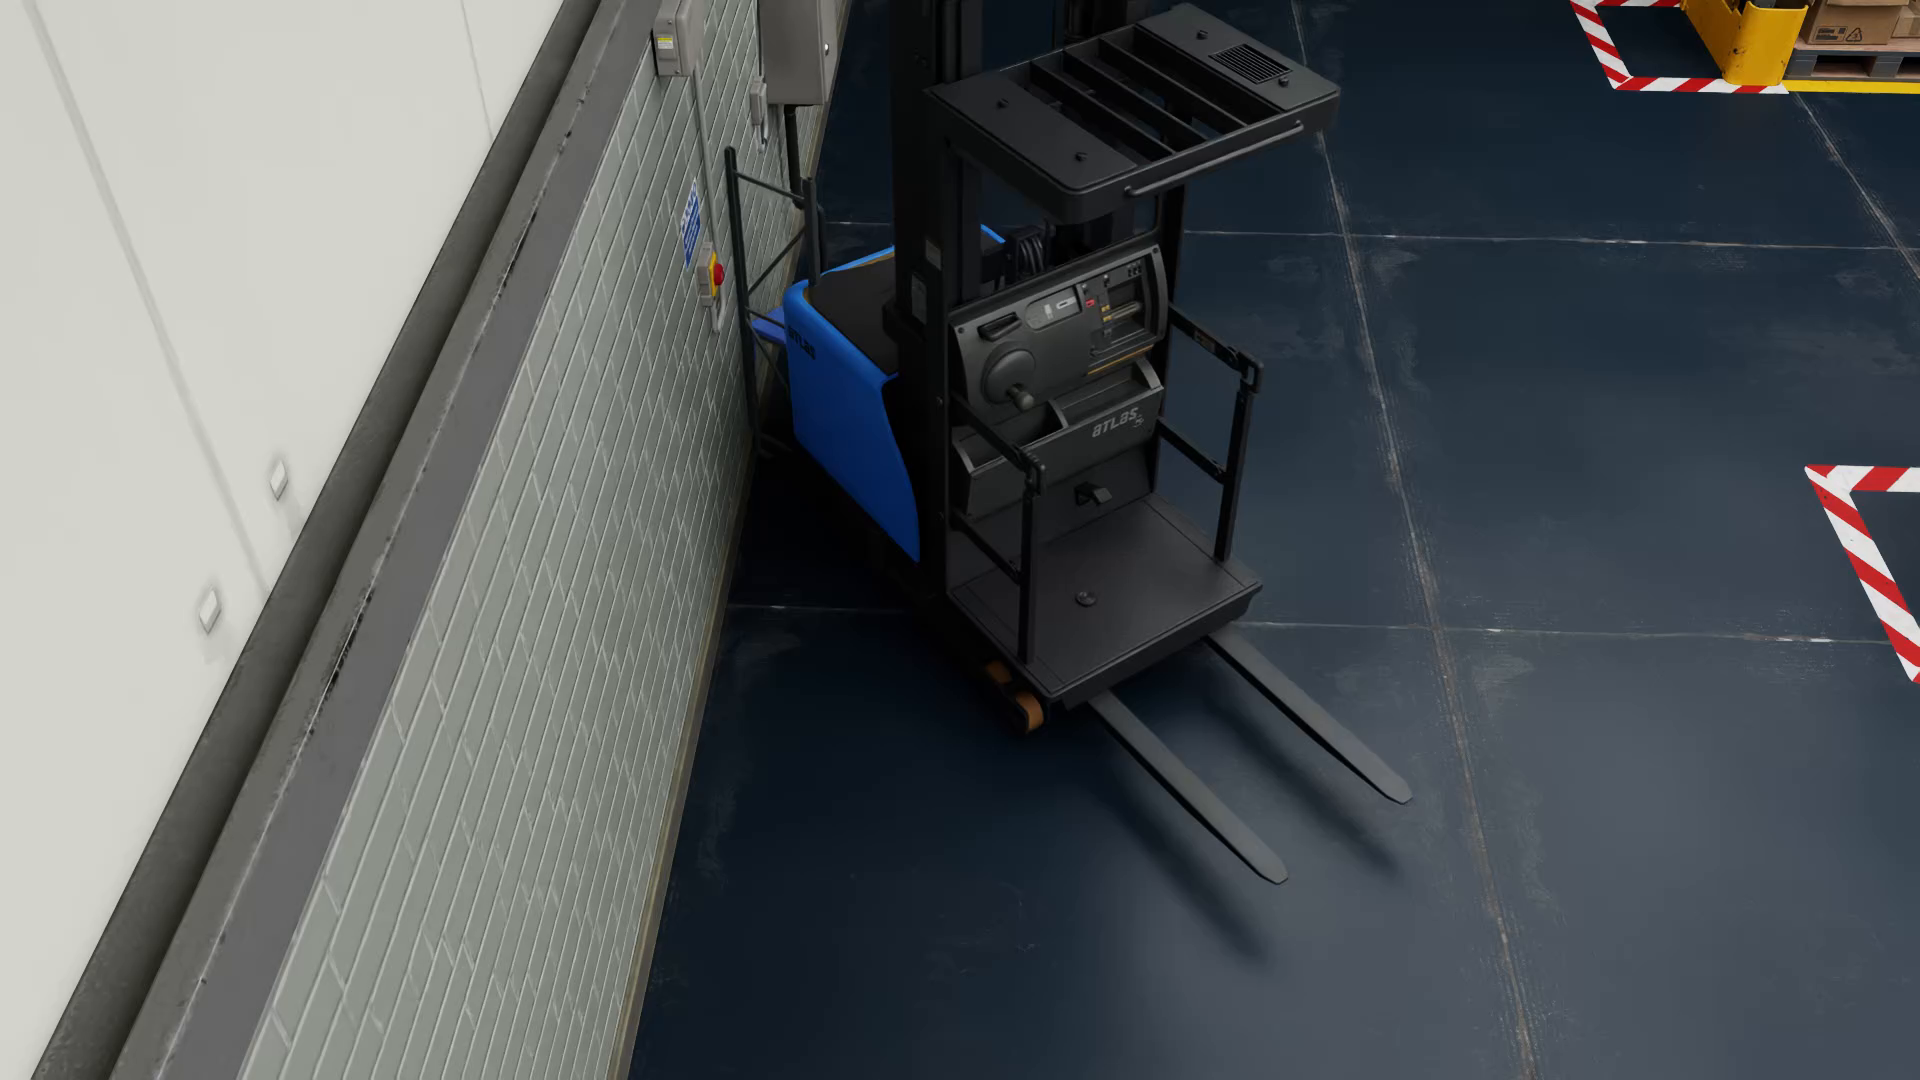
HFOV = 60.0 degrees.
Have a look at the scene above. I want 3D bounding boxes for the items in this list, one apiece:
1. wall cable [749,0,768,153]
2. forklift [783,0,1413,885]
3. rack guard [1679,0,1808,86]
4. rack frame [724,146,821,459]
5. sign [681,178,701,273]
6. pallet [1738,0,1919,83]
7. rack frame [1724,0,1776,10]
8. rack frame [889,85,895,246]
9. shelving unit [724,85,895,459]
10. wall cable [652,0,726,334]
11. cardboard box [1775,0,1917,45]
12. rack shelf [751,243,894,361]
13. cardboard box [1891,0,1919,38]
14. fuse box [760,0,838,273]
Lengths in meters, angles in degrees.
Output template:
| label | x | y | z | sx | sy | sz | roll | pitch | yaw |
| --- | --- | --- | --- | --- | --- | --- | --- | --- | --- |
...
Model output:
| label | x | y | z | sx | sy | sz | roll | pitch | yaw |
| --- | --- | --- | --- | --- | --- | --- | --- | --- | --- |
| wall cable | -0.887 | -2.447 | 7.017 | 0.122 | 1.984 | 0.588 | 2 | 43 | 2 |
| forklift | 0.502 | -0.696 | 5.933 | 1.130 | 2.935 | 3.031 | -25 | 49 | -25 |
| rack guard | 4.991 | -3.416 | 10.635 | 0.348 | 0.500 | 1.175 | 2 | 43 | 2 |
| rack frame | -0.774 | -0.925 | 7.173 | 0.500 | 1.500 | 0.032 | 27 | 45 | 31 |
| sign | -1.002 | -1.177 | 6.201 | 0.001 | 0.218 | 0.327 | 2 | 43 | 2 |
| pallet | 5.787 | -3.286 | 10.708 | 1.213 | 0.211 | 1.003 | 2 | 43 | 2 |
| rack frame | 4.915 | -4.332 | 9.785 | 0.127 | 3.000 | 1.000 | 2 | 43 | 2 |
| rack frame | -0.119 | -1.398 | 7.792 | 0.500 | 1.500 | 0.032 | 27 | 45 | 31 |
| shelving unit | -0.446 | -1.162 | 7.483 | 0.538 | 1.500 | 1.048 | 27 | 45 | 31 |
| wall cable | -0.939 | -1.493 | 5.969 | 0.123 | 1.953 | 0.585 | 2 | 43 | 2 |
| cardboard box | 5.522 | -3.489 | 10.404 | 0.637 | 0.503 | 0.797 | 0 | 43 | 0 |
| rack shelf | -0.446 | -1.019 | 7.592 | 0.538 | 0.185 | 1.000 | 27 | 45 | 31 |
| cardboard box | 5.944 | -3.320 | 10.482 | 0.250 | 0.149 | 0.380 | 0 | 43 | 0 |
| fuse box | -0.699 | -2.064 | 8.296 | 0.414 | 1.711 | 0.539 | 2 | 43 | 2 |
